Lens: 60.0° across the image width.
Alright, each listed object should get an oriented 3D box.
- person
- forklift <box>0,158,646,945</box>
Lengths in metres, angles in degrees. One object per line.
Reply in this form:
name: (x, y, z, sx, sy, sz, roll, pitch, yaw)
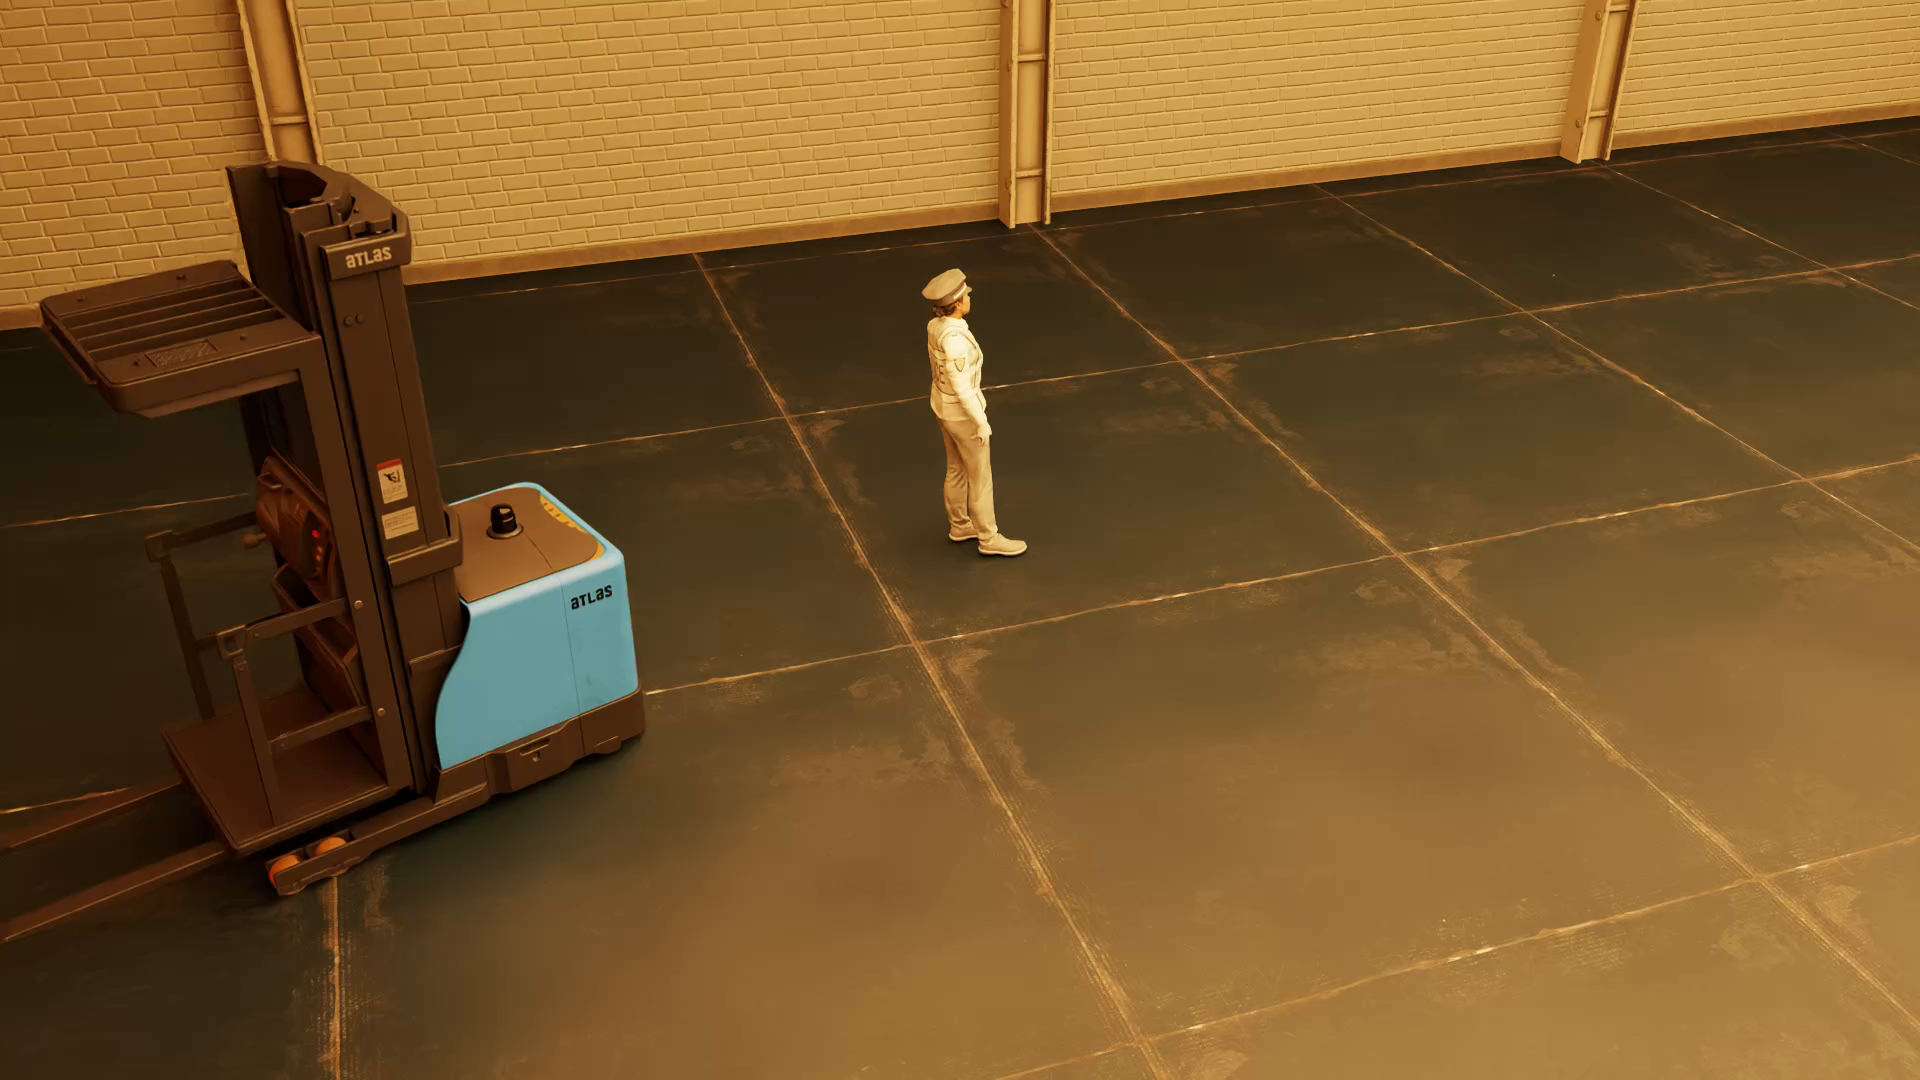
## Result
person: (0.067, -0.749, 9.613, 0.531, 1.695, 0.588, -10, 31, -16)
forklift: (-3.033, -0.010, 7.105, 3.031, 2.935, 1.130, -22, 36, -33)
